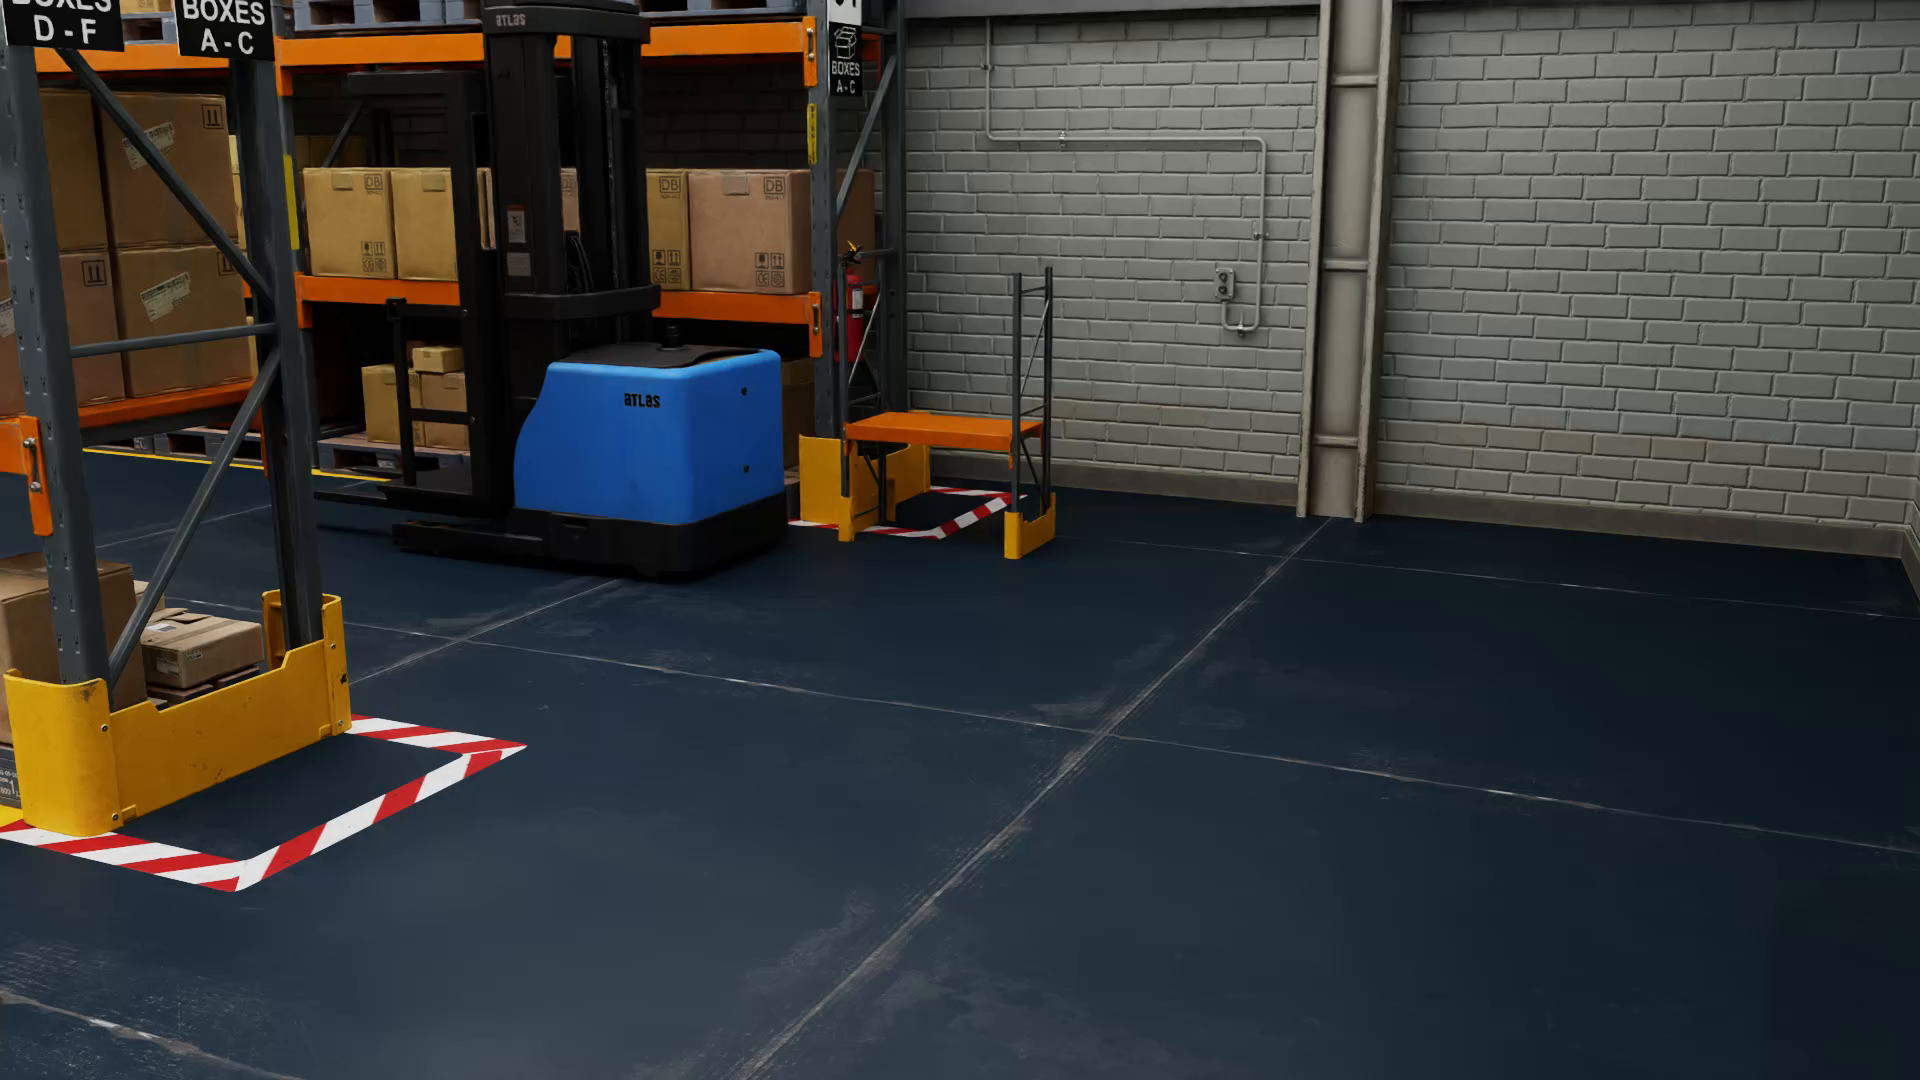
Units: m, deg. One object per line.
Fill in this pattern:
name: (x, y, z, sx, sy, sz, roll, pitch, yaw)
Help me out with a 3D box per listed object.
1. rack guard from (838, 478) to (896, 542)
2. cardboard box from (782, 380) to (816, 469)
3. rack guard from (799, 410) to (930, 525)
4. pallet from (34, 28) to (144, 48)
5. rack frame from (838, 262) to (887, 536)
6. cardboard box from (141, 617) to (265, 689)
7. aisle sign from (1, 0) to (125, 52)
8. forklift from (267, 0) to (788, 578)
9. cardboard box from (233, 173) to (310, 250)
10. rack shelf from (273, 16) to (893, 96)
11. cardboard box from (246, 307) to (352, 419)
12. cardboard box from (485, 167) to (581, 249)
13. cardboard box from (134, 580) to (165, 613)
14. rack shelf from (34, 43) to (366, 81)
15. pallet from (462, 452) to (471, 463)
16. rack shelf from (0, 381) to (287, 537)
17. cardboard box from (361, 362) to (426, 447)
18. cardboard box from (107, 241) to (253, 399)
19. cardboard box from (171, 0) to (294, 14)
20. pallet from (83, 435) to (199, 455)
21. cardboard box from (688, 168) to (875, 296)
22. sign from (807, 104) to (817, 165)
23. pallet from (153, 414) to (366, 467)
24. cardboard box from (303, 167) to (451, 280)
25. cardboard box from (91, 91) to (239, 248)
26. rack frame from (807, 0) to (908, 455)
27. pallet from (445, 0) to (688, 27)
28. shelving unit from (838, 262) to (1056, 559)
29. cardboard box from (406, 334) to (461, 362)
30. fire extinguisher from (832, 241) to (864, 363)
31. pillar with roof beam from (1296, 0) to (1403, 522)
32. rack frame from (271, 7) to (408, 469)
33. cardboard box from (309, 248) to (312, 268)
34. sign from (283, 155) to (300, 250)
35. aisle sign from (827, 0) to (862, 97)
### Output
rack guard: (-0.525, -0.175, 9.453, 0.087, 0.250, 0.587, 6, 14, 23)
cardboard box: (-1.266, -0.713, 10.282, 0.500, 0.500, 0.700, 6, 14, 23)
rack guard: (-0.564, -0.463, 10.133, 0.348, 0.500, 1.175, 6, 14, 23)
pallet: (-6.266, -3.639, 12.046, 1.213, 0.211, 1.003, 7, 15, 26)
rack frame: (-0.543, -0.785, 9.318, 0.032, 1.500, 0.500, 6, 14, 23)
cardboard box: (-2.832, 0.416, 6.193, 0.250, 0.149, 0.380, 6, 14, 23)
aisle sign: (-2.650, -1.842, 4.850, 0.004, 0.787, 0.394, 6, 14, 23)
forklift: (-2.499, -1.445, 8.998, 3.031, 2.935, 1.130, 6, 15, 24)
cardboard box: (-4.767, -2.246, 11.345, 0.500, 0.500, 0.500, 6, 14, 22)
rack shelf: (-2.414, -2.977, 10.385, 4.000, 0.370, 1.077, 6, 14, 23)
cardboard box: (-4.890, -1.243, 11.773, 0.750, 0.750, 0.750, 6, 14, 24)
cardboard box: (-2.419, -2.011, 10.601, 0.700, 0.700, 0.980, 5, 14, 21)
cardboard box: (-3.428, 0.322, 6.374, 0.500, 0.250, 0.500, 6, 14, 23)
rack shelf: (-6.071, -3.347, 11.963, 4.000, 0.370, 1.077, 6, 14, 23)
pallet: (-2.460, -0.495, 10.904, 1.213, 0.211, 1.003, 6, 14, 23)
rack shelf: (-4.417, -0.482, 6.317, 4.000, 0.370, 1.077, 6, 14, 23)
cardboard box: (-3.601, -0.949, 11.286, 0.500, 0.500, 0.700, 6, 14, 24)
cardboard box: (-2.888, -0.792, 5.845, 0.500, 0.500, 0.500, 6, 15, 24)
cardboard box: (-5.003, -3.880, 11.475, 0.500, 0.500, 0.700, 5, 14, 20)
pallet: (-6.098, -0.863, 12.470, 1.213, 0.211, 1.003, 6, 14, 23)
cardboard box: (-1.056, -1.873, 10.015, 0.700, 0.700, 0.980, 7, 15, 26)
sign: (-0.818, -2.249, 9.220, 0.005, 0.325, 0.100, 6, 14, 23)
pallet: (-4.979, -0.750, 11.990, 1.213, 0.211, 1.003, 6, 14, 23)
cardboard box: (-3.753, -2.145, 11.172, 0.700, 0.700, 0.980, 6, 14, 24)
cardboard box: (-2.888, -1.279, 5.730, 0.500, 0.500, 0.500, 6, 15, 25)
rack frame: (-0.586, -1.682, 9.857, 0.127, 3.000, 1.000, 6, 14, 23)
pallet: (-2.388, -3.278, 10.288, 1.213, 0.211, 1.003, 6, 14, 23)
shelving unit: (-0.070, -0.737, 9.114, 1.083, 1.500, 0.587, 6, 14, 23)
cardboard box: (-3.653, -1.320, 11.446, 0.250, 0.149, 0.380, 6, 14, 23)
fire extinguisher: (-0.635, -1.353, 9.438, 0.183, 0.674, 0.296, 6, 14, 23)
pillar with roof beam: (0.490, -3.634, 5.045, 0.400, 9.000, 9.100, 6, 14, 23)
rack frame: (-4.243, -2.052, 11.435, 0.127, 3.000, 1.000, 6, 14, 23)
cardboard box: (-4.469, -2.012, 11.770, 0.250, 0.149, 0.380, 5, 14, 21)
sign: (-2.369, -1.182, 5.831, 0.005, 0.325, 0.100, 6, 14, 23)
aisle sign: (-0.641, -2.878, 9.265, 0.004, 0.787, 0.394, 6, 14, 23)
